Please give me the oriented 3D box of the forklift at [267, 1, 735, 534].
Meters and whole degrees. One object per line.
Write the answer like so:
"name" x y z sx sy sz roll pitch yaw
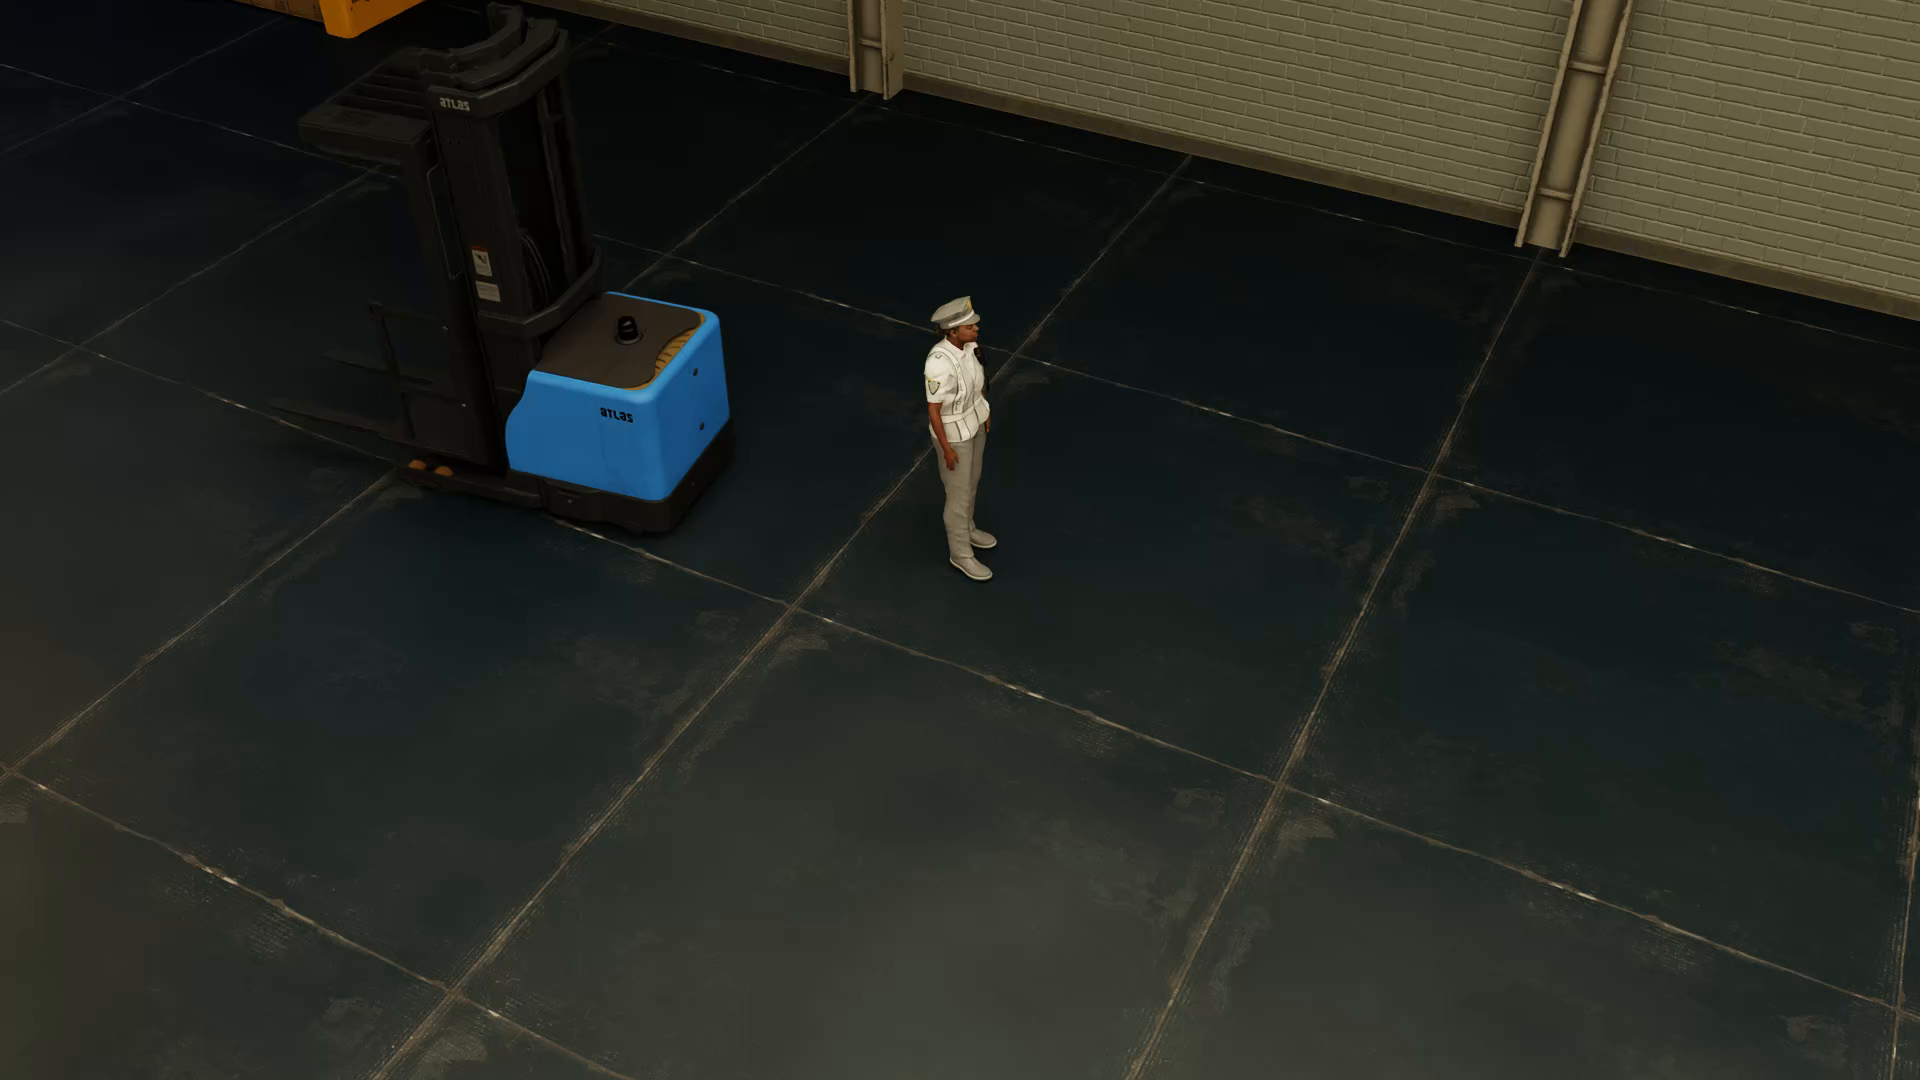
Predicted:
"forklift" -3.044 -1.732 10.043 3.031 2.935 1.130 13 42 15

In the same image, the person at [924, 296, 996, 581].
"person" 0.058 -0.621 9.671 0.528 1.697 0.570 18 43 21
